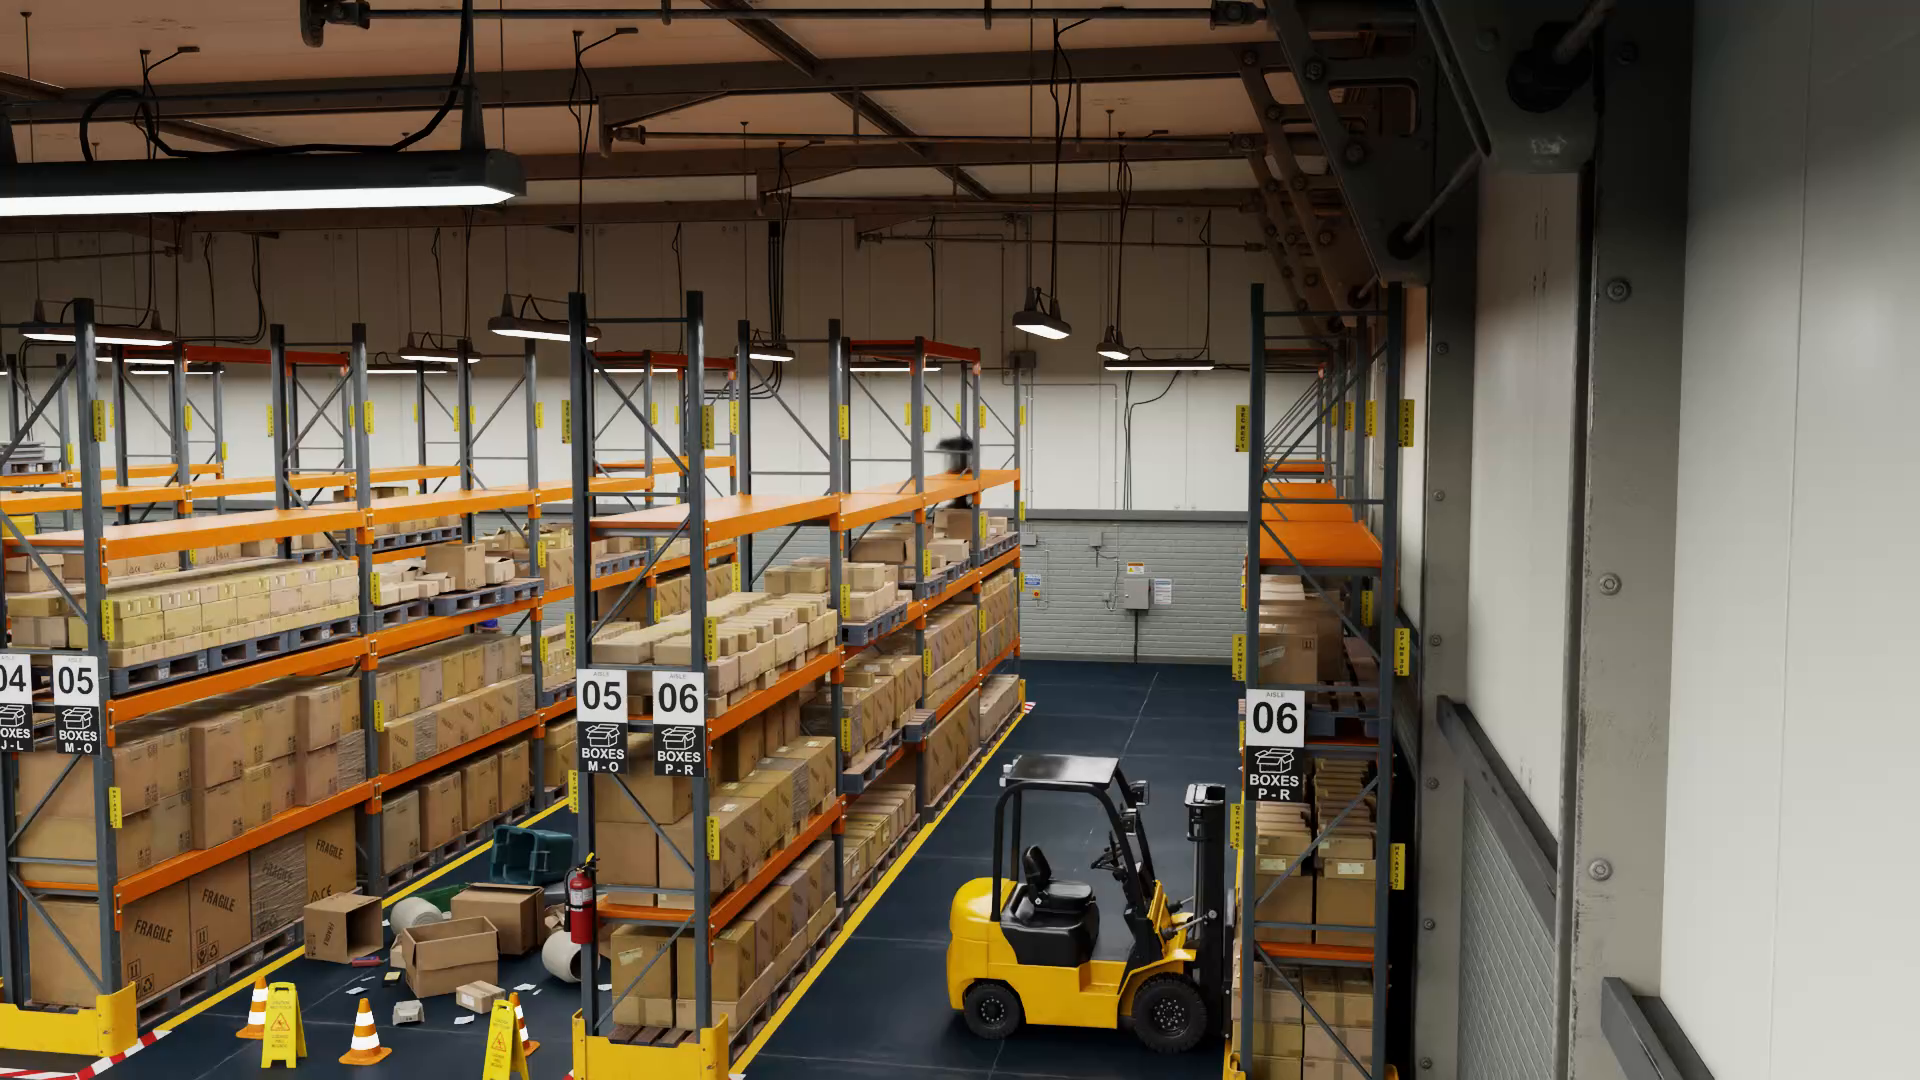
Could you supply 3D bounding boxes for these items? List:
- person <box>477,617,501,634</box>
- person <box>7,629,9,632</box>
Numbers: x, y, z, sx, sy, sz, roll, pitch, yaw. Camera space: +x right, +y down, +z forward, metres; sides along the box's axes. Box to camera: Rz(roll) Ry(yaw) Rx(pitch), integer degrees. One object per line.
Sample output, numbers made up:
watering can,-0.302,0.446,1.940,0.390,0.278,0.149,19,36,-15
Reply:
person,-8.781,1.859,31.046,0.713,1.669,0.555,4,6,41
person,-15.958,2.041,28.030,0.598,1.729,0.994,2,5,24
